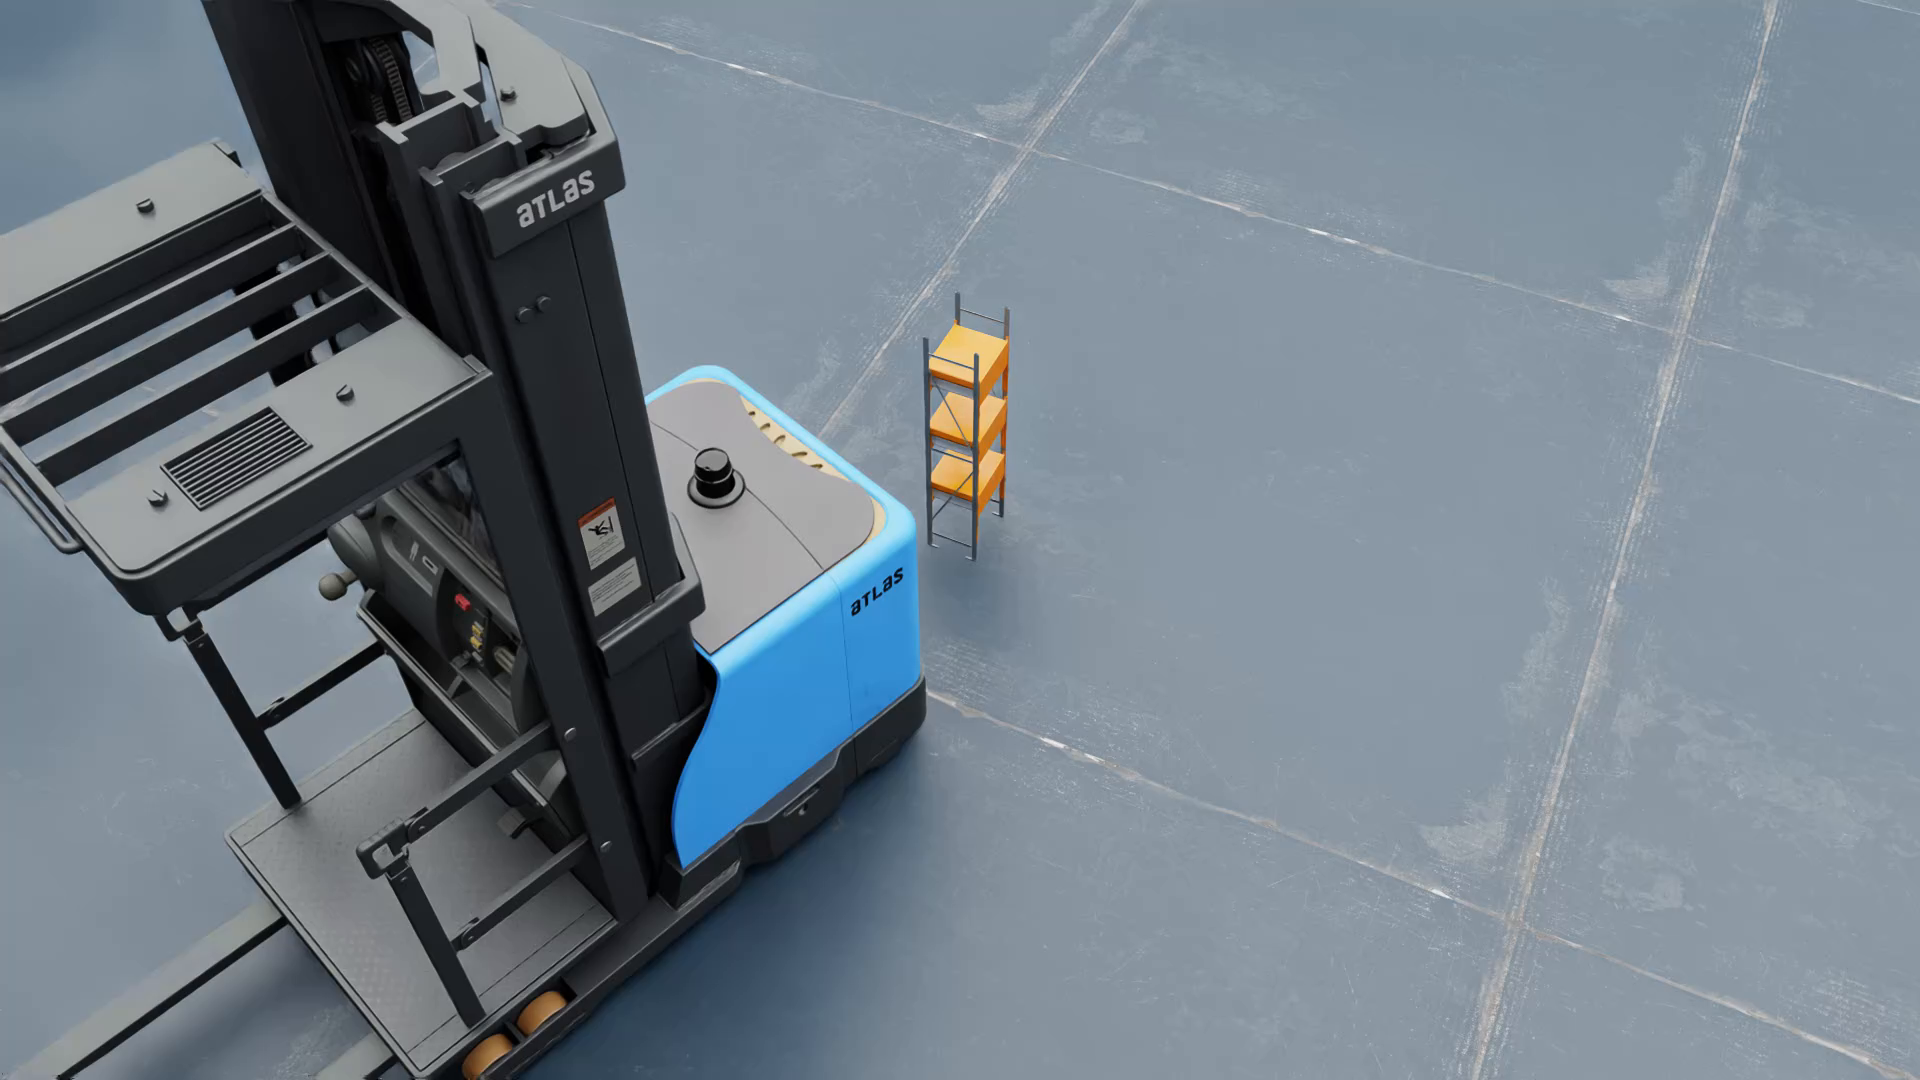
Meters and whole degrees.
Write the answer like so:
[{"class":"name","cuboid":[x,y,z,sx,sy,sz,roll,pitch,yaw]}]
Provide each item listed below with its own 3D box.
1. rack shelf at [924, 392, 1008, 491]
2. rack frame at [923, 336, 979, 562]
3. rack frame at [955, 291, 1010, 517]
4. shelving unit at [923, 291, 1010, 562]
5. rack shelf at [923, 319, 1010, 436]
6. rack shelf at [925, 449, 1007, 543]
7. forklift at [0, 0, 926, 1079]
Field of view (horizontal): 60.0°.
[{"class":"rack shelf","cuboid":[0.023,-0.370,5.890,0.215,0.259,0.240,20,52,16]},{"class":"rack frame","cuboid":[-0.029,-0.293,5.810,0.200,1.050,0.008,20,52,16]},{"class":"rack frame","cuboid":[0.075,-0.461,5.953,0.200,1.050,0.008,20,52,16]},{"class":"shelving unit","cuboid":[0.023,-0.377,5.882,0.215,1.050,0.252,20,52,16]},{"class":"rack shelf","cuboid":[0.023,-0.554,5.673,0.215,0.259,0.240,20,52,16]},{"class":"rack shelf","cuboid":[0.023,-0.190,6.101,0.215,0.259,0.240,20,52,16]},{"class":"forklift","cuboid":[-1.515,0.209,4.148,3.031,2.935,1.130,-37,59,-27]}]
